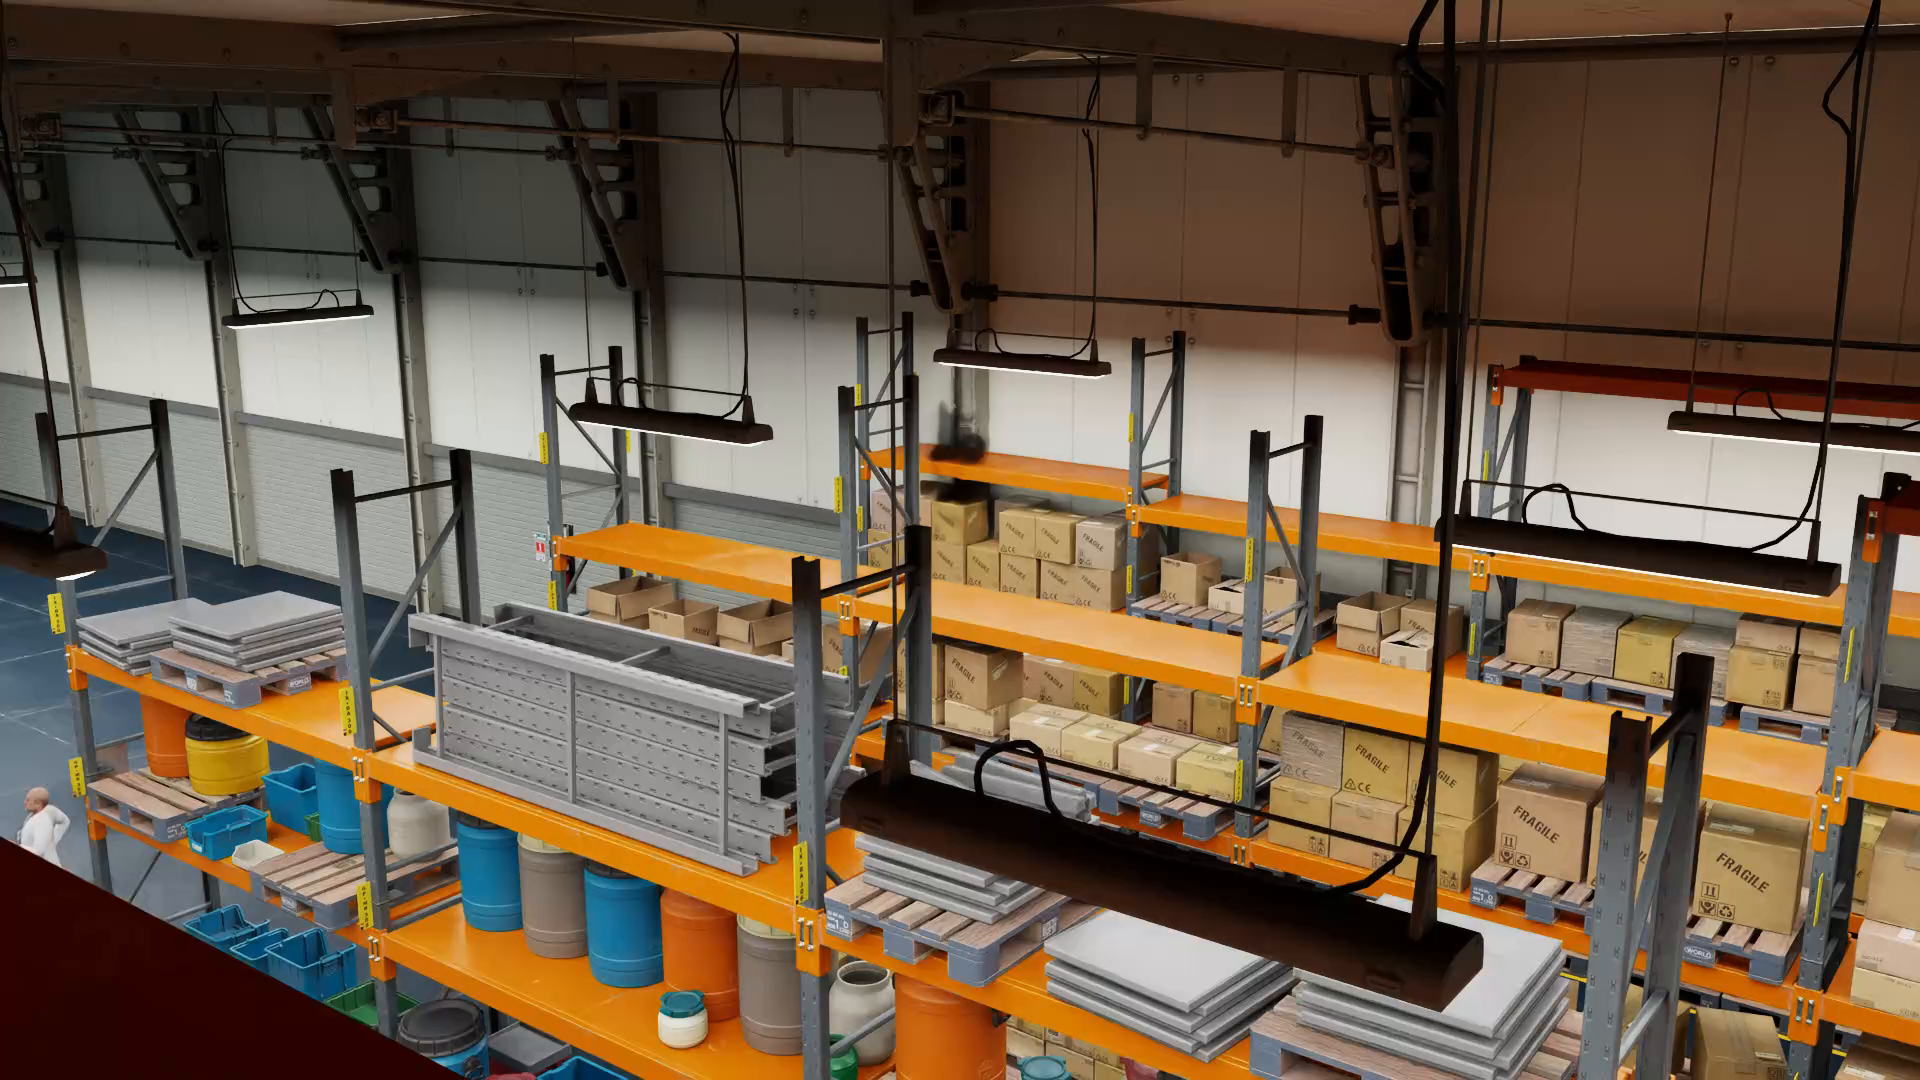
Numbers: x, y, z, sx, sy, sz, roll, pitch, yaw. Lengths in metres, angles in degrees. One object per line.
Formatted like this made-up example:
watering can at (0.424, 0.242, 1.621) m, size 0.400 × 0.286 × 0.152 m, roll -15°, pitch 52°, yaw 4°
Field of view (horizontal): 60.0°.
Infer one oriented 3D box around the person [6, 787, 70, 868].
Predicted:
person at (-9.249, 3.340, 16.808) m, size 1.063 × 1.765 × 0.701 m, roll -8°, pitch 15°, yaw -30°
